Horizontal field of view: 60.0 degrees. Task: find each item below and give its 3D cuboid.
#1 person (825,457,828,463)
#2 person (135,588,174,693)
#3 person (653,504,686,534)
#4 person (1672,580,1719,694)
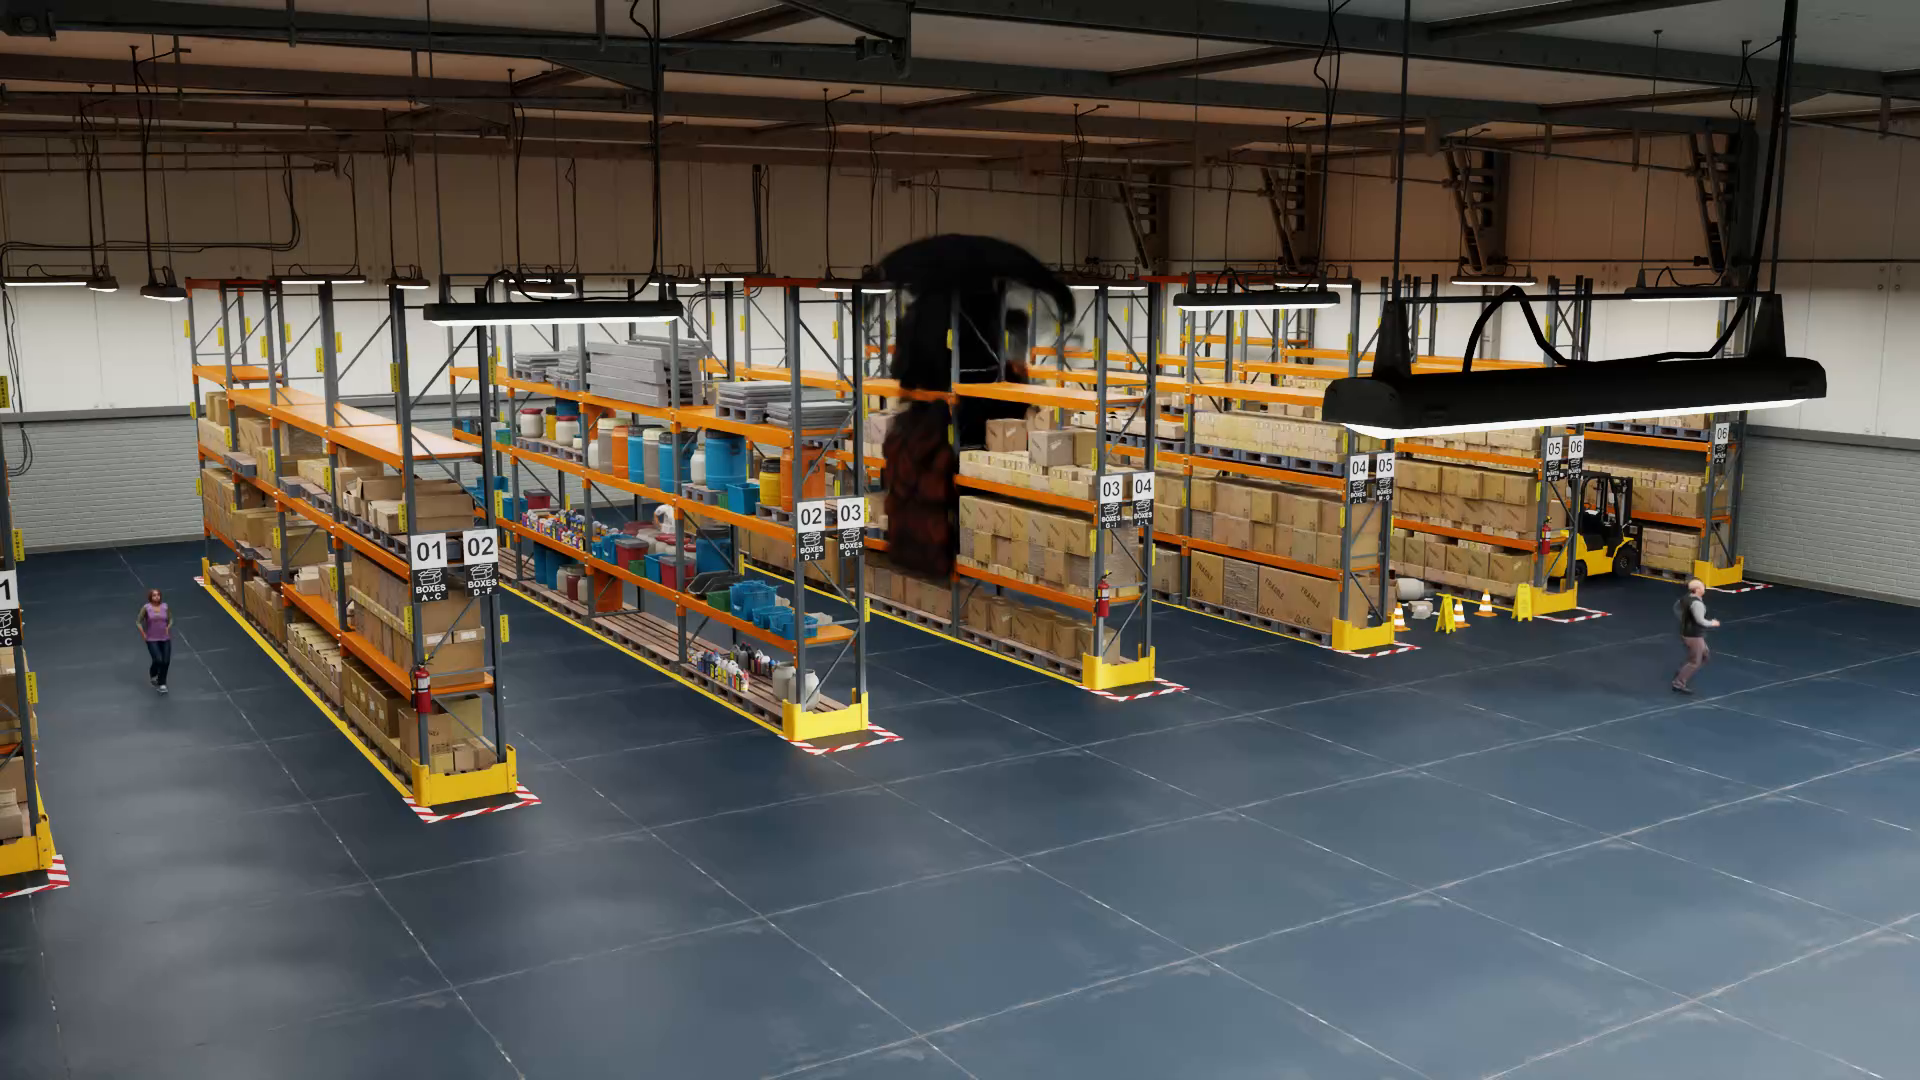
[{"bbox_3d":[-3.339,-1.151,39.745,0.751,1.775,0.680,3,10,16],"label":"person"},{"bbox_3d":[-11.813,1.487,24.493,0.503,1.559,0.493,-8,12,-39],"label":"person"},{"bbox_3d":[-5.578,-0.085,32.244,0.588,1.723,0.740,-9,13,-42],"label":"person"},{"bbox_3d":[10.812,1.416,24.429,0.583,1.692,0.711,1,10,7],"label":"person"}]
